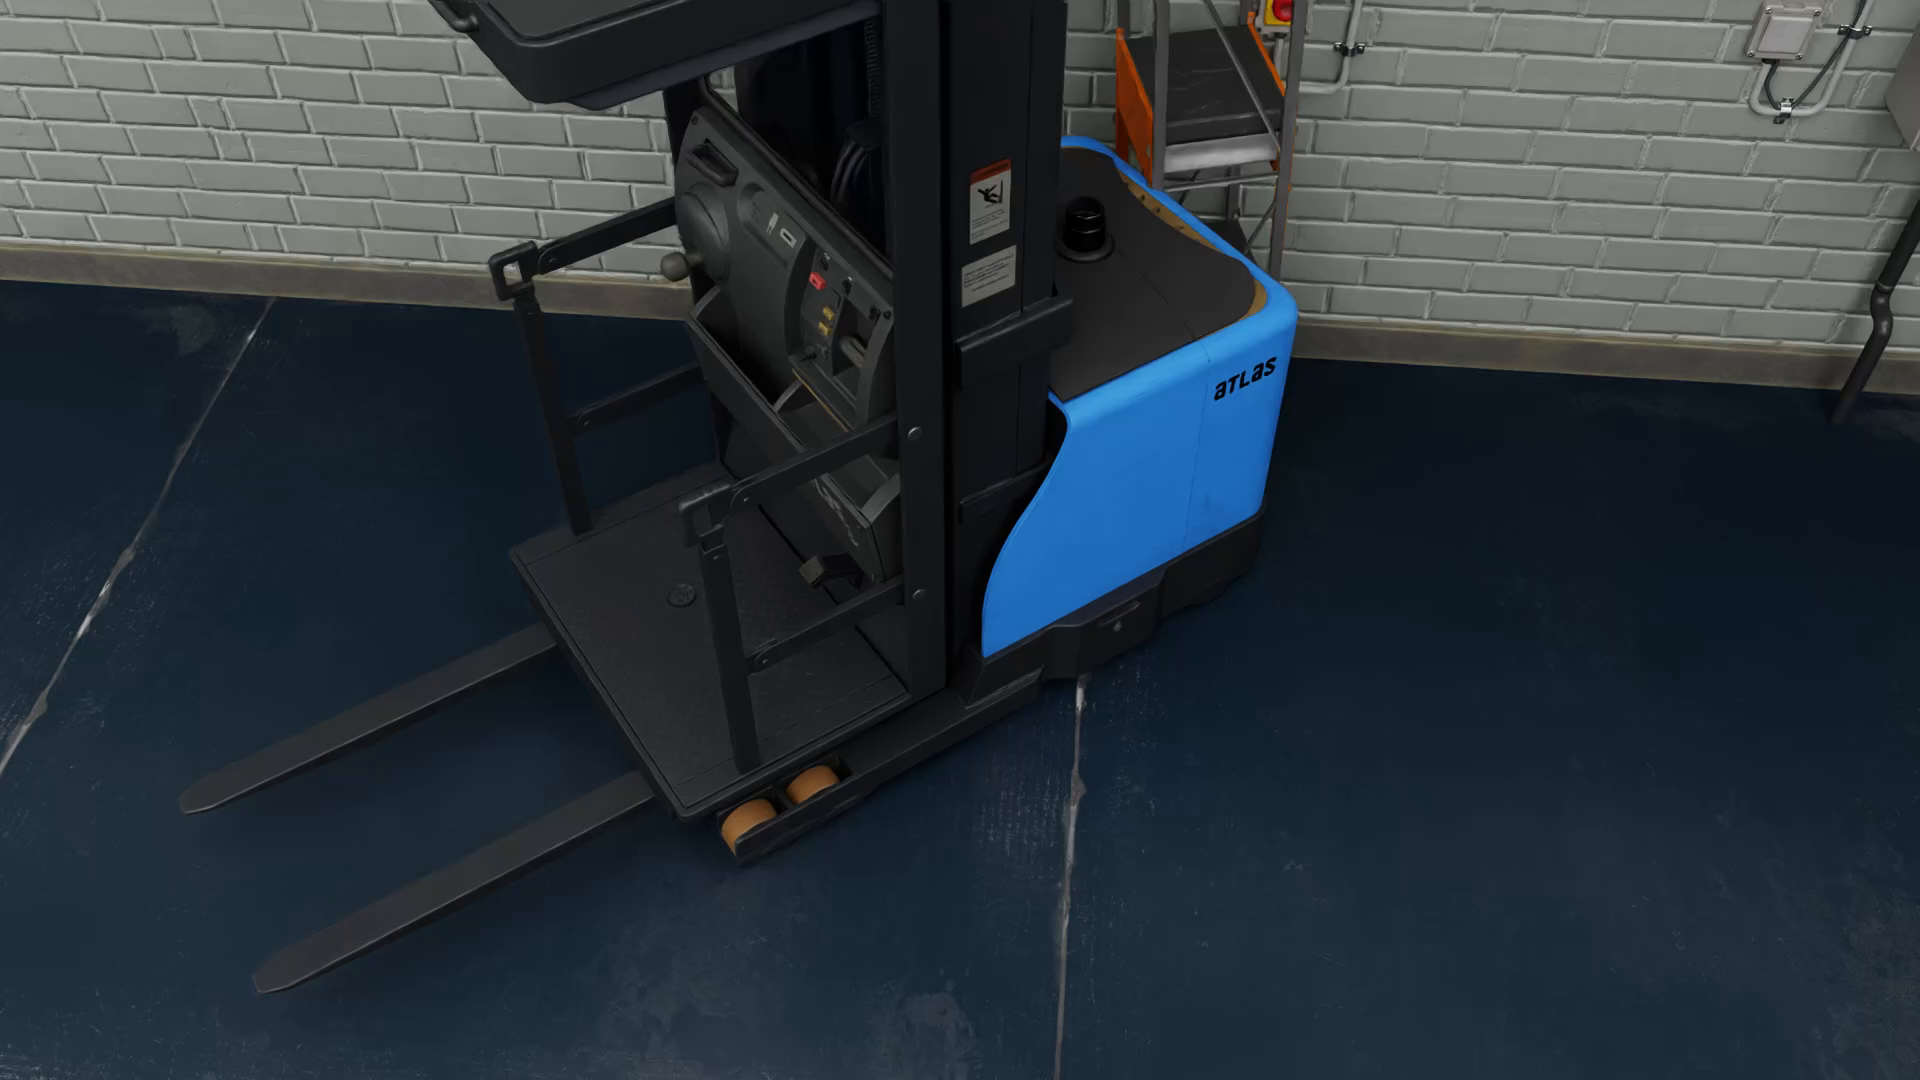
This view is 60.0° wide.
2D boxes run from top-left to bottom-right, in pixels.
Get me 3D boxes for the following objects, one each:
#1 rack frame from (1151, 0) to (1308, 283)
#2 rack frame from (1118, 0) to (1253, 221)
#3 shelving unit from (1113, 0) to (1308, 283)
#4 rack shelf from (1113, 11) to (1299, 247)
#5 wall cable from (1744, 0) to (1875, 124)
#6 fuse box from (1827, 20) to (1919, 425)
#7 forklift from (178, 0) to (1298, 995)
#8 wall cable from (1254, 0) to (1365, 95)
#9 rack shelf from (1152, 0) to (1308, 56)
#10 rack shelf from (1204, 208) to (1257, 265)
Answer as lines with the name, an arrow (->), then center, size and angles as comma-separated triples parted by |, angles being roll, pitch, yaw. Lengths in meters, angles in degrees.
rack frame -> 0.740, -1.014, 4.723 | 0.400, 2.100, 0.015 | -8, 47, -3
rack frame -> 0.675, -1.363, 5.057 | 0.400, 2.100, 0.015 | -8, 47, -3
shelving unit -> 0.708, -1.188, 4.890 | 0.431, 2.100, 0.503 | -8, 47, -3
rack shelf -> 0.708, -1.179, 4.900 | 0.431, 0.518, 0.480 | -8, 47, -3
wall cable -> 2.322, -1.903, 4.269 | 0.588, 1.984, 0.122 | 4, 48, 4
fuse box -> 2.988, -0.963, 4.971 | 0.539, 1.711, 0.414 | 4, 48, 4
forklift -> -0.595, -0.583, 3.797 | 3.031, 2.935, 1.130 | -26, 53, -22
wall cable -> 0.909, -2.000, 4.337 | 0.585, 1.953, 0.123 | 4, 48, 4
rack shelf -> 0.667, -1.658, 4.391 | 0.431, 0.518, 0.480 | -8, 47, -3
rack shelf -> 0.750, -0.700, 5.409 | 0.431, 0.518, 0.480 | -8, 47, -3
